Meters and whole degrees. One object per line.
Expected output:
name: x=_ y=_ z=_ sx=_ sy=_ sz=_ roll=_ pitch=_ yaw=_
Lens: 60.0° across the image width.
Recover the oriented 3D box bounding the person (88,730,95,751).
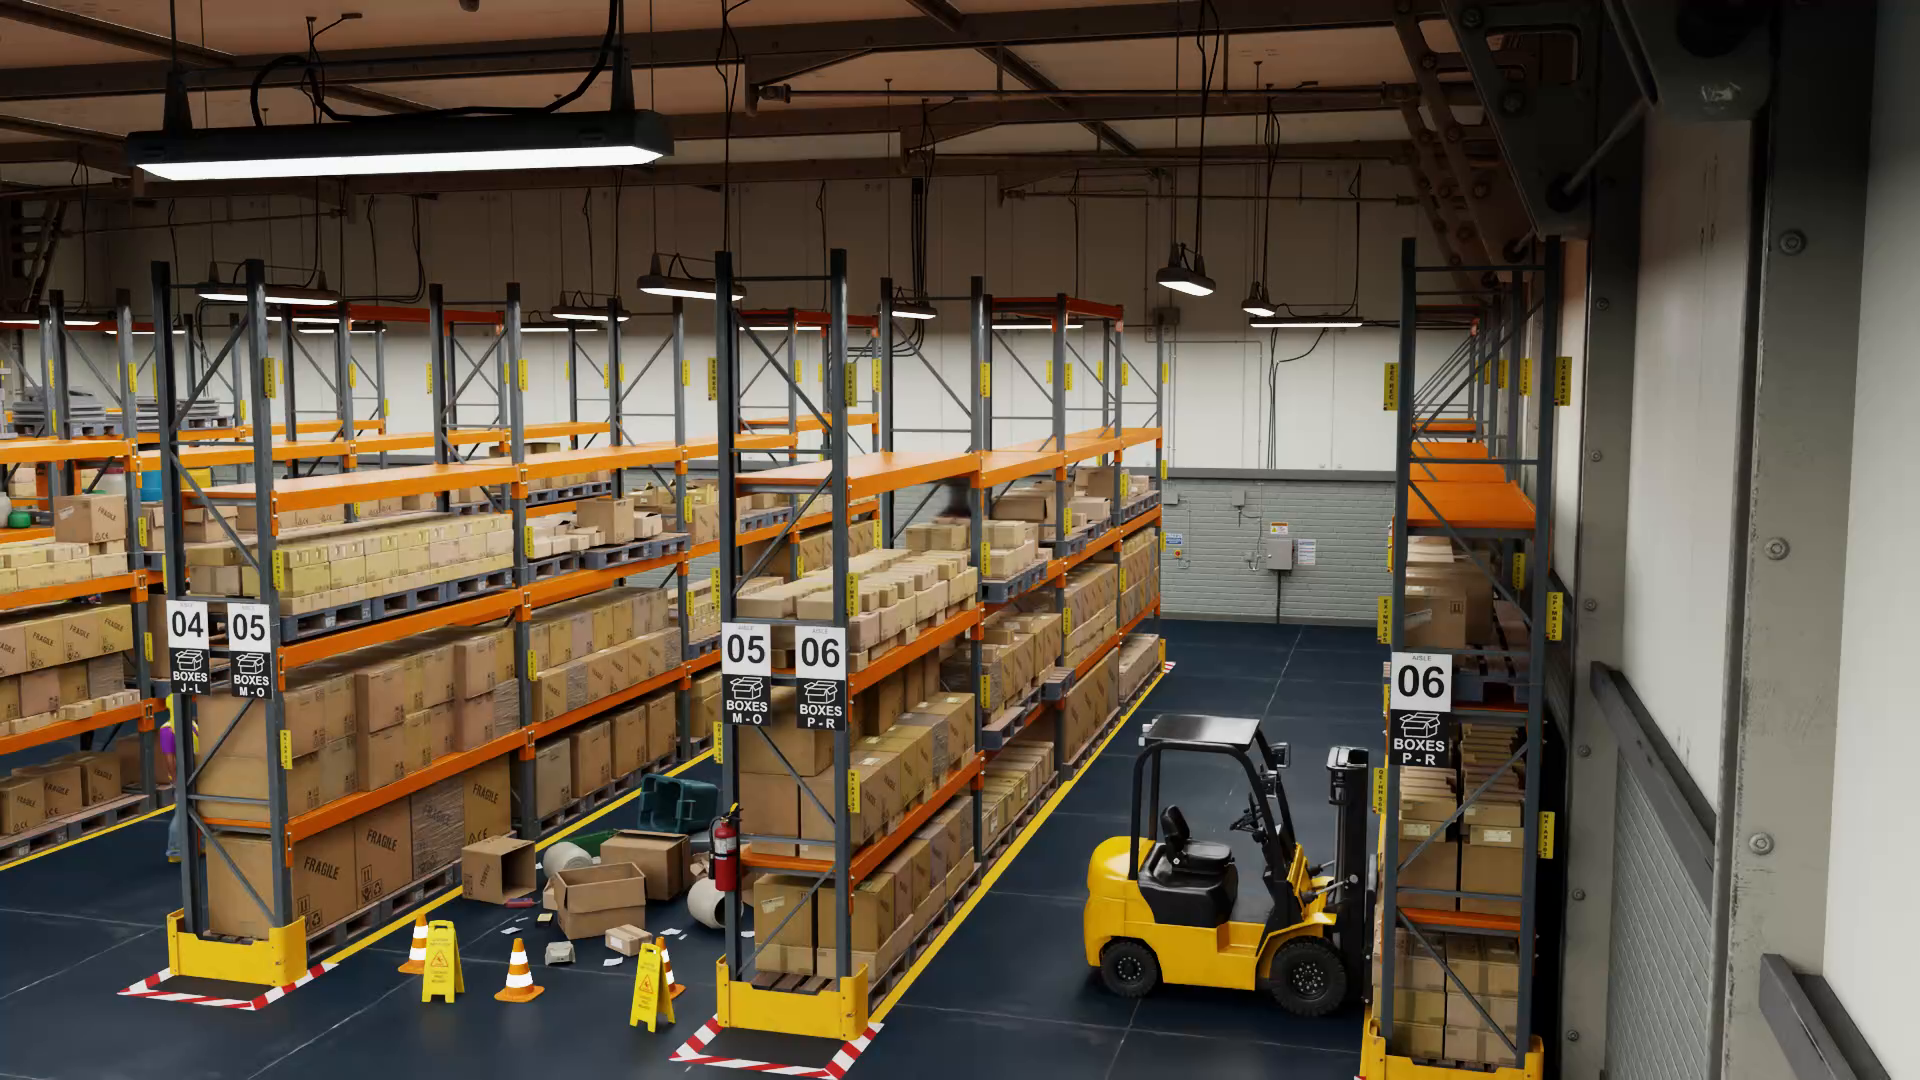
person: x=-10.893 y=2.176 z=20.721 sx=0.396 sy=1.592 sz=0.476 roll=0 pitch=6 yaw=2

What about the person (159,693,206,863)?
person: x=-8.003 y=2.456 z=17.398 sx=0.611 sy=1.757 sz=0.587 roll=-2 pitch=6 yaw=-14
